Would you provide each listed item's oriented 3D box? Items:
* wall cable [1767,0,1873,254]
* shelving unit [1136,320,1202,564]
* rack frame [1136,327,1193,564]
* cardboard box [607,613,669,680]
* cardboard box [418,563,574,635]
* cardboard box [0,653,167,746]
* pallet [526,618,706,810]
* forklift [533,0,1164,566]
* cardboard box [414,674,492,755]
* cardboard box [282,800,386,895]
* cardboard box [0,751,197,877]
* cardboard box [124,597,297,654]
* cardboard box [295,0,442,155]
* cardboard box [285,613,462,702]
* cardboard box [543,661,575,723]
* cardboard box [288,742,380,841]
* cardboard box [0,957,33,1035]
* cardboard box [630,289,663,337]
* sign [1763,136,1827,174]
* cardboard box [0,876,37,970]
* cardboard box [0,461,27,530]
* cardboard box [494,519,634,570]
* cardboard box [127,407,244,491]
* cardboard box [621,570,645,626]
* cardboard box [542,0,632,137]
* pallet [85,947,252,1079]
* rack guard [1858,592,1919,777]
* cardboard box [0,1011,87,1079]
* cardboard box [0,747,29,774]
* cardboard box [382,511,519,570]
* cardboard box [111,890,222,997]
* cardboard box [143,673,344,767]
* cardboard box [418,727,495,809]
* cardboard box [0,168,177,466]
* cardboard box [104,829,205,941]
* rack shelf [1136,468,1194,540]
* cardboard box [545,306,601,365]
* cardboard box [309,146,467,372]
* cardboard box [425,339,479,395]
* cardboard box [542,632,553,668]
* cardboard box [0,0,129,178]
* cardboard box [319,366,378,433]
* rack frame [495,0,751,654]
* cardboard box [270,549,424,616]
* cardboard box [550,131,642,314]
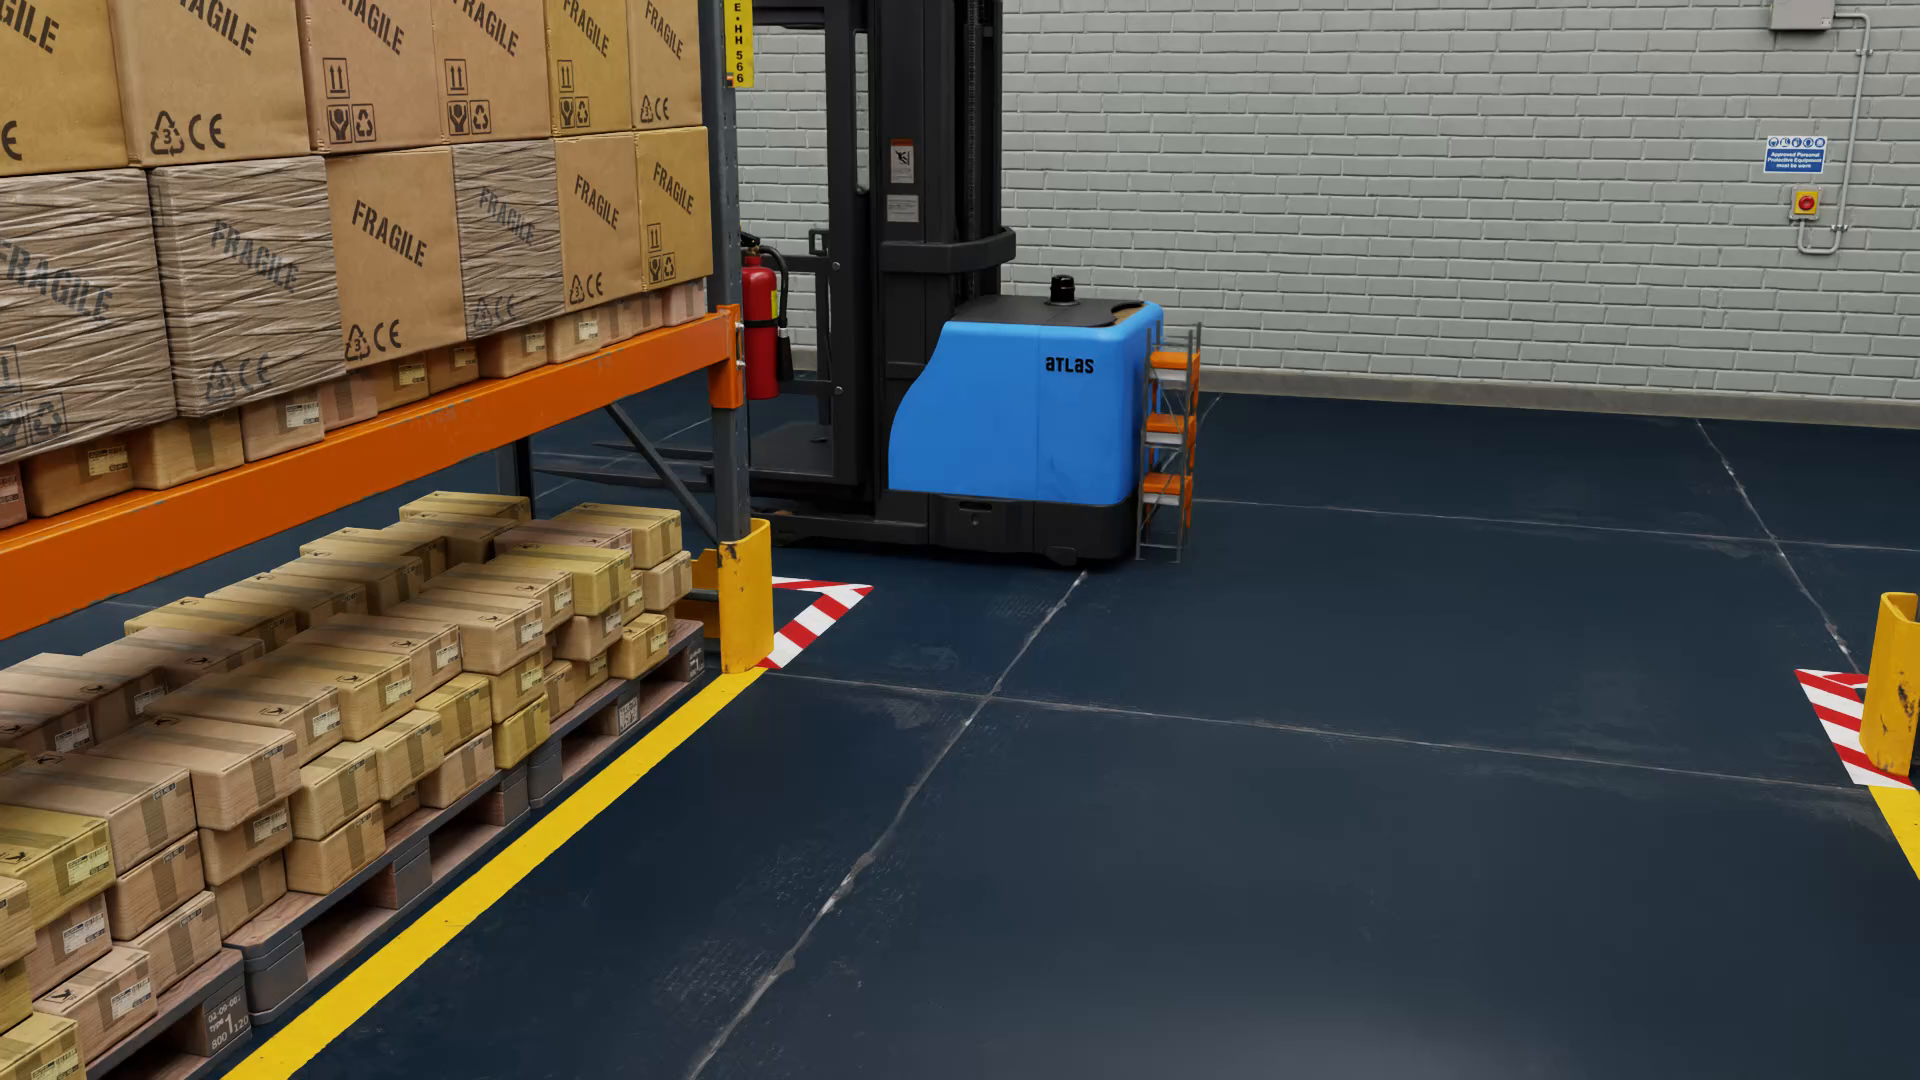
[{"bbox_3d":[5.072,-2.681,9.866,0.585,1.953,0.123,5,16,16],"label":"wall cable"},{"bbox_3d":[0.934,-0.441,7.451,0.215,1.050,0.252,6,17,15],"label":"shelving unit"},{"bbox_3d":[0.900,-0.409,7.338,0.200,1.050,0.008,6,17,15],"label":"rack frame"},{"bbox_3d":[-1.208,0.341,5.586,0.380,0.149,0.250,5,17,18],"label":"cardboard box"},{"bbox_3d":[-1.402,0.185,5.044,0.380,0.149,0.250,4,16,14],"label":"cardboard box"},{"bbox_3d":[-2.267,0.412,4.245,0.380,0.149,0.250,4,16,14],"label":"cardboard box"},{"bbox_3d":[-1.569,0.513,5.633,1.003,0.211,1.213,5,16,16],"label":"pallet"},{"bbox_3d":[-0.598,-1.511,7.786,3.031,2.935,1.130,5,17,17],"label":"forklift"},{"bbox_3d":[-1.530,0.467,4.596,0.380,0.149,0.250,5,17,19],"label":"cardboard box"},{"bbox_3d":[-1.678,0.745,4.160,0.380,0.149,0.250,4,16,14],"label":"cardboard box"},{"bbox_3d":[-1.911,0.590,3.615,0.380,0.149,0.250,4,16,14],"label":"cardboard box"},{"bbox_3d":[-2.112,0.282,4.703,0.380,0.149,0.250,5,17,17],"label":"cardboard box"},{"bbox_3d":[-1.604,-1.183,3.943,0.500,0.500,0.500,4,16,14],"label":"cardboard box"},{"bbox_3d":[-1.607,0.320,4.568,0.380,0.149,0.250,4,16,14],"label":"cardboard box"},{"bbox_3d":[-1.423,0.469,5.135,0.380,0.149,0.250,5,17,16],"label":"cardboard box"},{"bbox_3d":[-1.676,0.604,4.114,0.380,0.149,0.250,4,16,15],"label":"cardboard box"},{"bbox_3d":[-2.023,0.872,3.168,0.380,0.149,0.250,5,17,16],"label":"cardboard box"},{"bbox_3d":[-1.211,-0.768,5.499,0.380,0.149,0.250,5,16,16],"label":"cardboard box"},{"bbox_3d":[5.043,-2.327,10.042,0.327,0.218,0.001,5,16,16],"label":"sign"},{"bbox_3d":[-1.987,0.730,3.122,0.380,0.149,0.250,5,17,19],"label":"cardboard box"},{"bbox_3d":[-1.997,-0.086,3.097,0.380,0.149,0.250,4,16,13],"label":"cardboard box"},{"bbox_3d":[-1.316,0.045,5.539,0.380,0.149,0.250,5,17,17],"label":"cardboard box"},{"bbox_3d":[-1.780,-0.218,3.561,0.380,0.149,0.250,5,17,17],"label":"cardboard box"},{"bbox_3d":[-1.285,0.193,5.562,0.380,0.149,0.250,4,16,15],"label":"cardboard box"},{"bbox_3d":[-1.318,-1.459,4.914,0.500,0.500,0.500,4,16,14],"label":"cardboard box"},{"bbox_3d":[-2.262,1.152,3.382,1.003,0.211,1.213,5,16,16],"label":"pallet"},{"bbox_3d":[3.499,0.496,5.165,1.175,0.500,0.348,5,16,16],"label":"rack guard"},{"bbox_3d":[-1.932,1.018,3.198,0.380,0.149,0.250,5,17,18],"label":"cardboard box"},{"bbox_3d":[-2.321,0.561,3.718,0.380,0.149,0.250,5,17,18],"label":"cardboard box"},{"bbox_3d":[-1.720,0.018,5.635,0.380,0.149,0.250,5,17,17],"label":"cardboard box"},{"bbox_3d":[-1.887,0.879,3.689,0.380,0.149,0.250,4,16,15],"label":"cardboard box"},{"bbox_3d":[-1.762,0.452,4.102,0.380,0.149,0.250,4,16,14],"label":"cardboard box"},{"bbox_3d":[-1.533,0.610,4.636,0.380,0.149,0.250,5,17,17],"label":"cardboard box"},{"bbox_3d":[-1.903,-0.443,3.164,0.500,0.500,0.500,5,16,16],"label":"cardboard box"},{"bbox_3d":[-1.909,0.735,3.651,0.380,0.149,0.250,4,16,13],"label":"cardboard box"},{"bbox_3d":[0.928,-0.164,7.531,0.215,0.259,0.240,6,17,15],"label":"rack shelf"},{"bbox_3d":[-1.318,-0.632,5.022,0.380,0.149,0.250,5,17,17],"label":"cardboard box"},{"bbox_3d":[-1.601,-0.714,4.122,0.500,0.500,0.500,5,17,19],"label":"cardboard box"},{"bbox_3d":[-1.555,-0.500,4.554,0.380,0.149,0.250,4,16,14],"label":"cardboard box"},{"bbox_3d":[-1.480,0.327,5.089,0.380,0.149,0.250,4,16,15],"label":"cardboard box"},{"bbox_3d":[-1.925,-0.920,3.014,0.500,0.500,0.500,4,16,14],"label":"cardboard box"},{"bbox_3d":[-1.665,-0.361,4.066,0.380,0.149,0.250,5,17,18],"label":"cardboard box"},{"bbox_3d":[-1.282,-1.058,6.062,1.000,3.000,0.127,5,16,16],"label":"rack frame"},{"bbox_3d":[-1.906,0.145,5.186,0.380,0.149,0.250,4,16,13],"label":"cardboard box"},{"bbox_3d":[-1.315,-0.977,5.049,0.500,0.500,0.500,4,16,15],"label":"cardboard box"}]
